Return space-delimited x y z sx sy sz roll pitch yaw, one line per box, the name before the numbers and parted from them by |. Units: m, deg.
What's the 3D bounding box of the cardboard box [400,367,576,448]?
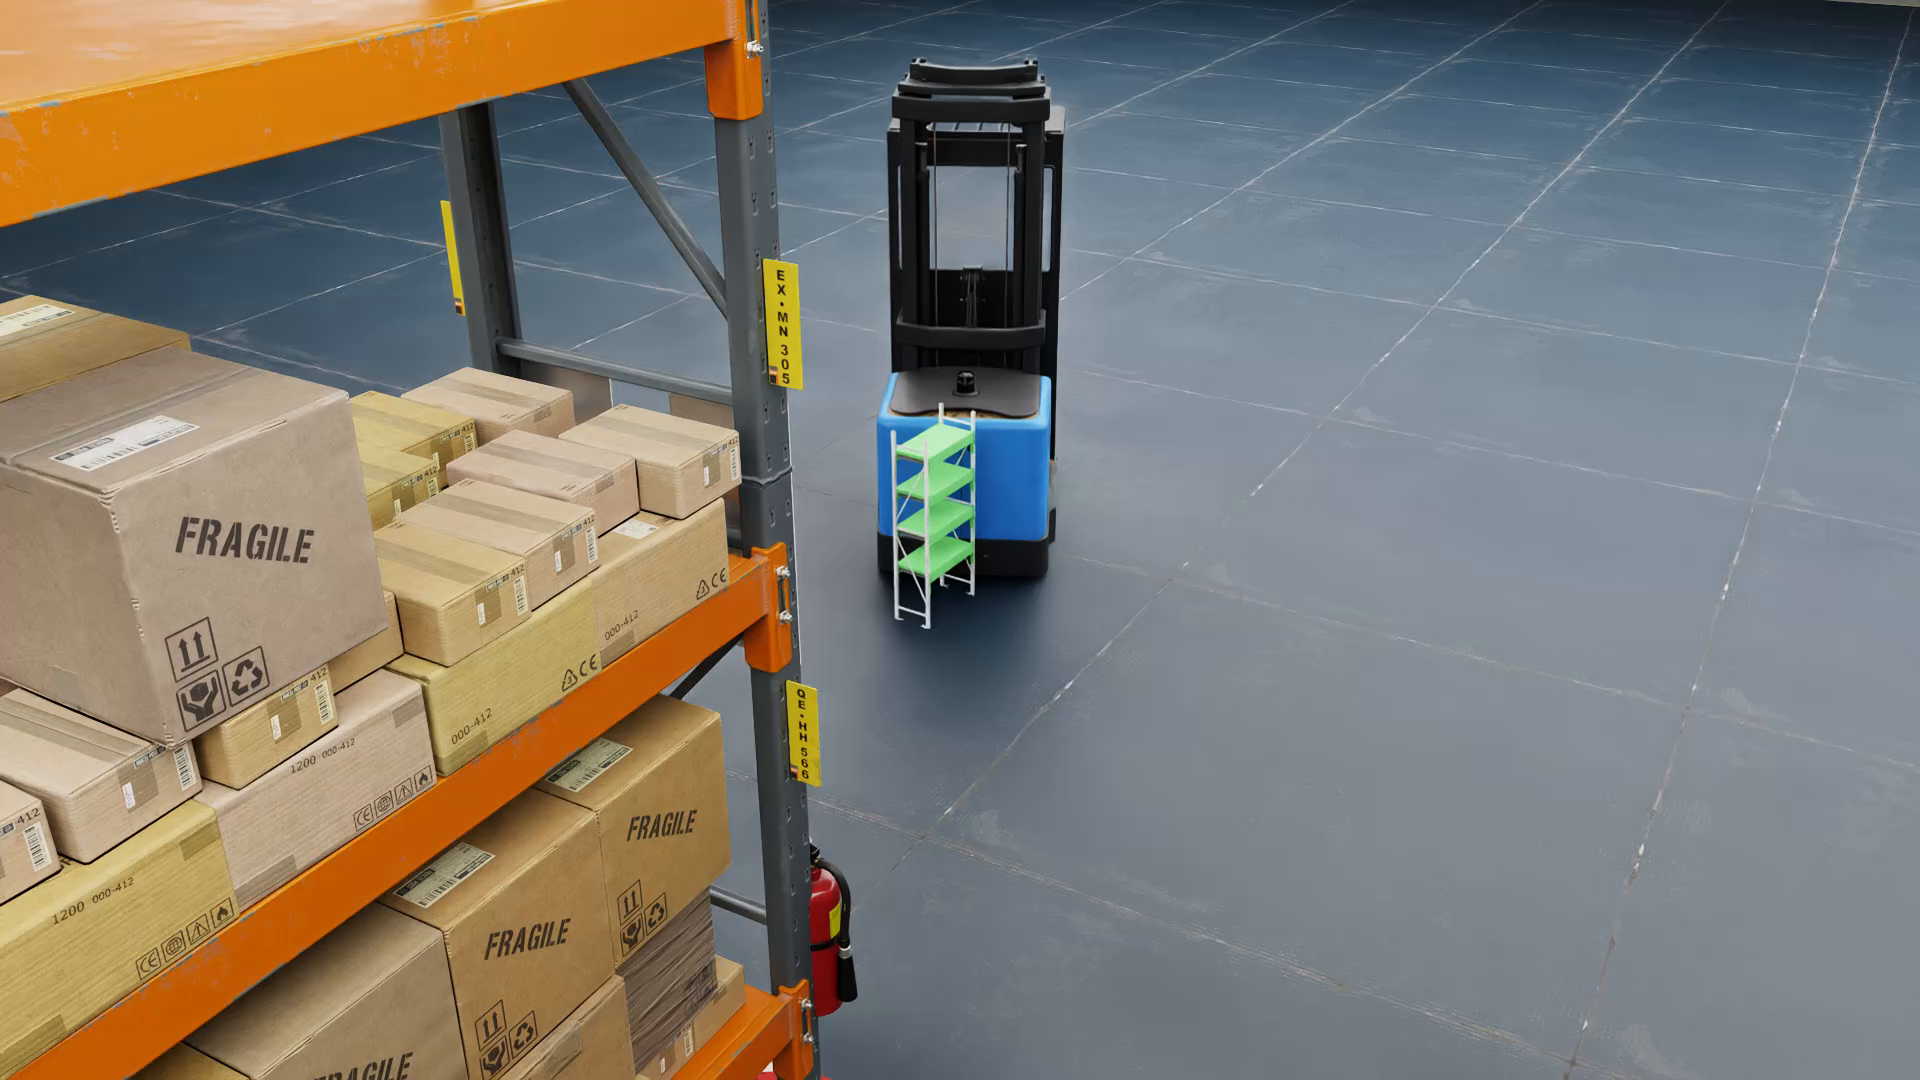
cardboard box | -1.248 -0.322 4.413 0.380 0.149 0.250 14 30 26

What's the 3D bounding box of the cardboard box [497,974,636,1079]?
cardboard box | -1.347 1.326 4.305 0.875 0.500 0.500 14 30 26

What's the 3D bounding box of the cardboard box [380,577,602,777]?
cardboard box | -1.170 0.239 3.737 0.500 0.250 0.500 14 30 26

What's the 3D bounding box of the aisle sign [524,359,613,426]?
aisle sign | -1.142 -0.178 4.851 0.394 0.787 0.004 14 30 26

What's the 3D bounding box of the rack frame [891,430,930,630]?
rack frame | -0.280 -0.045 9.500 0.240 1.200 0.015 16 31 29

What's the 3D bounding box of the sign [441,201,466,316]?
sign | -1.384 -0.777 4.624 0.100 0.325 0.005 14 30 26

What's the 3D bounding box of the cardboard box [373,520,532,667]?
cardboard box | -1.148 0.108 3.554 0.380 0.149 0.250 14 30 26

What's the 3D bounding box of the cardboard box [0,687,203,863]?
cardboard box | -1.598 0.401 2.969 0.380 0.149 0.250 13 29 24

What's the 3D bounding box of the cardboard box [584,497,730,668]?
cardboard box | -0.927 0.044 4.127 0.500 0.250 0.500 15 30 27

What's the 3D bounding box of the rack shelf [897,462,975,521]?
rack shelf | -0.149 -0.295 9.605 0.258 0.148 0.480 16 31 29

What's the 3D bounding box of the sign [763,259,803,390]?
sign | -0.438 -0.533 4.123 0.100 0.325 0.005 14 30 26

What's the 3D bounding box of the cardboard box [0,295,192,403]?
cardboard box | -1.877 -0.149 3.343 0.500 0.500 0.500 14 30 26

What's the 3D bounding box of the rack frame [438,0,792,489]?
rack frame | -0.911 -1.608 3.909 1.000 3.000 0.127 14 30 26

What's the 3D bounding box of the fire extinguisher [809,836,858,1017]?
fire extinguisher | -0.454 1.166 5.156 0.296 0.674 0.183 14 30 26

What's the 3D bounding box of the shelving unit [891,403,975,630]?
shelving unit | -0.149 -0.137 9.684 0.258 1.200 0.503 16 31 29

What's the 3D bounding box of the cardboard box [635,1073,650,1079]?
cardboard box | -1.073 1.550 4.584 0.380 0.149 0.250 14 30 26

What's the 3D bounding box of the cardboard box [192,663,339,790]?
cardboard box | -1.422 0.304 3.162 0.380 0.149 0.250 13 29 24

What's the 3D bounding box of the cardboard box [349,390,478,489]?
cardboard box | -1.460 -0.242 4.253 0.380 0.149 0.250 15 30 27

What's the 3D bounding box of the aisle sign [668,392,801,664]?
aisle sign | -0.619 -0.046 4.587 0.394 0.787 0.004 14 30 26

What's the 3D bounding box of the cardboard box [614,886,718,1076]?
cardboard box | -1.206 1.105 4.747 0.875 0.500 0.500 14 30 26

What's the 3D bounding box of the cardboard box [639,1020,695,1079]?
cardboard box | -0.995 1.441 4.802 0.380 0.149 0.250 14 30 26

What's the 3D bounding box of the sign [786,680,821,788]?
sign | -0.438 0.546 4.663 0.100 0.325 0.005 14 30 26

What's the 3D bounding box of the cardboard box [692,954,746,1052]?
cardboard box | -0.872 1.343 4.996 0.380 0.149 0.250 14 30 26

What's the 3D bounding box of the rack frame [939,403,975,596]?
rack frame | -0.017 -0.229 9.868 0.240 1.200 0.015 16 31 29

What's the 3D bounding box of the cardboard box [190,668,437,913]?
cardboard box | -1.430 0.437 3.342 0.500 0.250 0.500 15 30 27

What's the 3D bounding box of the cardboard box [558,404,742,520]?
cardboard box | -0.776 -0.201 4.172 0.380 0.149 0.250 14 30 26

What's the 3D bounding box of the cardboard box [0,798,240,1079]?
cardboard box | -1.673 0.634 2.948 0.500 0.250 0.500 14 30 25

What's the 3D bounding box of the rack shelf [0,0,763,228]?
rack shelf | -1.895 -0.505 2.514 1.077 0.370 4.000 14 30 26

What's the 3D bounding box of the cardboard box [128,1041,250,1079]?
cardboard box | -1.709 1.302 3.237 0.500 0.500 0.500 14 30 26

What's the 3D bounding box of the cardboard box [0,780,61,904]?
cardboard box | -1.745 0.498 2.776 0.380 0.149 0.250 15 30 27

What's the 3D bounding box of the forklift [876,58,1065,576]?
forklift | 0.112 -1.713 10.898 1.130 2.935 3.031 2 27 4

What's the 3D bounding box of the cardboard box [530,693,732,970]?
cardboard box | -0.967 0.719 4.403 0.500 0.500 0.500 14 30 26

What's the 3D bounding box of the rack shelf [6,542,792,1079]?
rack shelf | -1.895 0.834 3.185 1.077 0.370 4.000 14 30 26

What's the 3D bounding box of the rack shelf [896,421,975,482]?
rack shelf | -0.149 -0.509 9.498 0.258 0.148 0.480 16 31 29

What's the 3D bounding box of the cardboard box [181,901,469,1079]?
cardboard box | -1.456 1.109 3.623 0.500 0.500 0.500 14 30 26

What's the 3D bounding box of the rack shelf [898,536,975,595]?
rack shelf | -0.149 0.134 9.820 0.258 0.148 0.480 16 31 29

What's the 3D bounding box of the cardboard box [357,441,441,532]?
cardboard box | -1.477 -0.116 4.002 0.380 0.149 0.250 14 30 25

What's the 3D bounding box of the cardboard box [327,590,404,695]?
cardboard box | -1.378 0.177 3.416 0.380 0.149 0.250 15 30 27

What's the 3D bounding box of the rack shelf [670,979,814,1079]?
rack shelf | -1.895 2.176 3.856 1.077 0.370 4.000 14 30 26

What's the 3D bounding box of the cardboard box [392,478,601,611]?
cardboard box | -1.045 0.005 3.760 0.380 0.149 0.250 13 29 24

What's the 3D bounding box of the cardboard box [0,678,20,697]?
cardboard box | -2.000 0.285 3.200 0.380 0.149 0.250 14 30 26

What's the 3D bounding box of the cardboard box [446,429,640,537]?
cardboard box | -1.006 -0.125 4.021 0.380 0.149 0.250 13 29 24

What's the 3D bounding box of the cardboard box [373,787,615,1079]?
cardboard box | -1.208 0.915 4.011 0.500 0.500 0.500 14 30 26

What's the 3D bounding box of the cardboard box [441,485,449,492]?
cardboard box | -1.373 -0.069 4.353 0.500 0.250 0.500 15 30 28

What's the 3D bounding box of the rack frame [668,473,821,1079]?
rack frame | -0.911 1.075 5.252 1.000 3.000 0.127 14 30 26

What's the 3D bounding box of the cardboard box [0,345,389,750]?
cardboard box | -1.453 -0.008 3.062 0.500 0.500 0.500 14 30 26

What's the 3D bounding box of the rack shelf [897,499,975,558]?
rack shelf | -0.149 -0.080 9.713 0.258 0.148 0.480 16 31 29
